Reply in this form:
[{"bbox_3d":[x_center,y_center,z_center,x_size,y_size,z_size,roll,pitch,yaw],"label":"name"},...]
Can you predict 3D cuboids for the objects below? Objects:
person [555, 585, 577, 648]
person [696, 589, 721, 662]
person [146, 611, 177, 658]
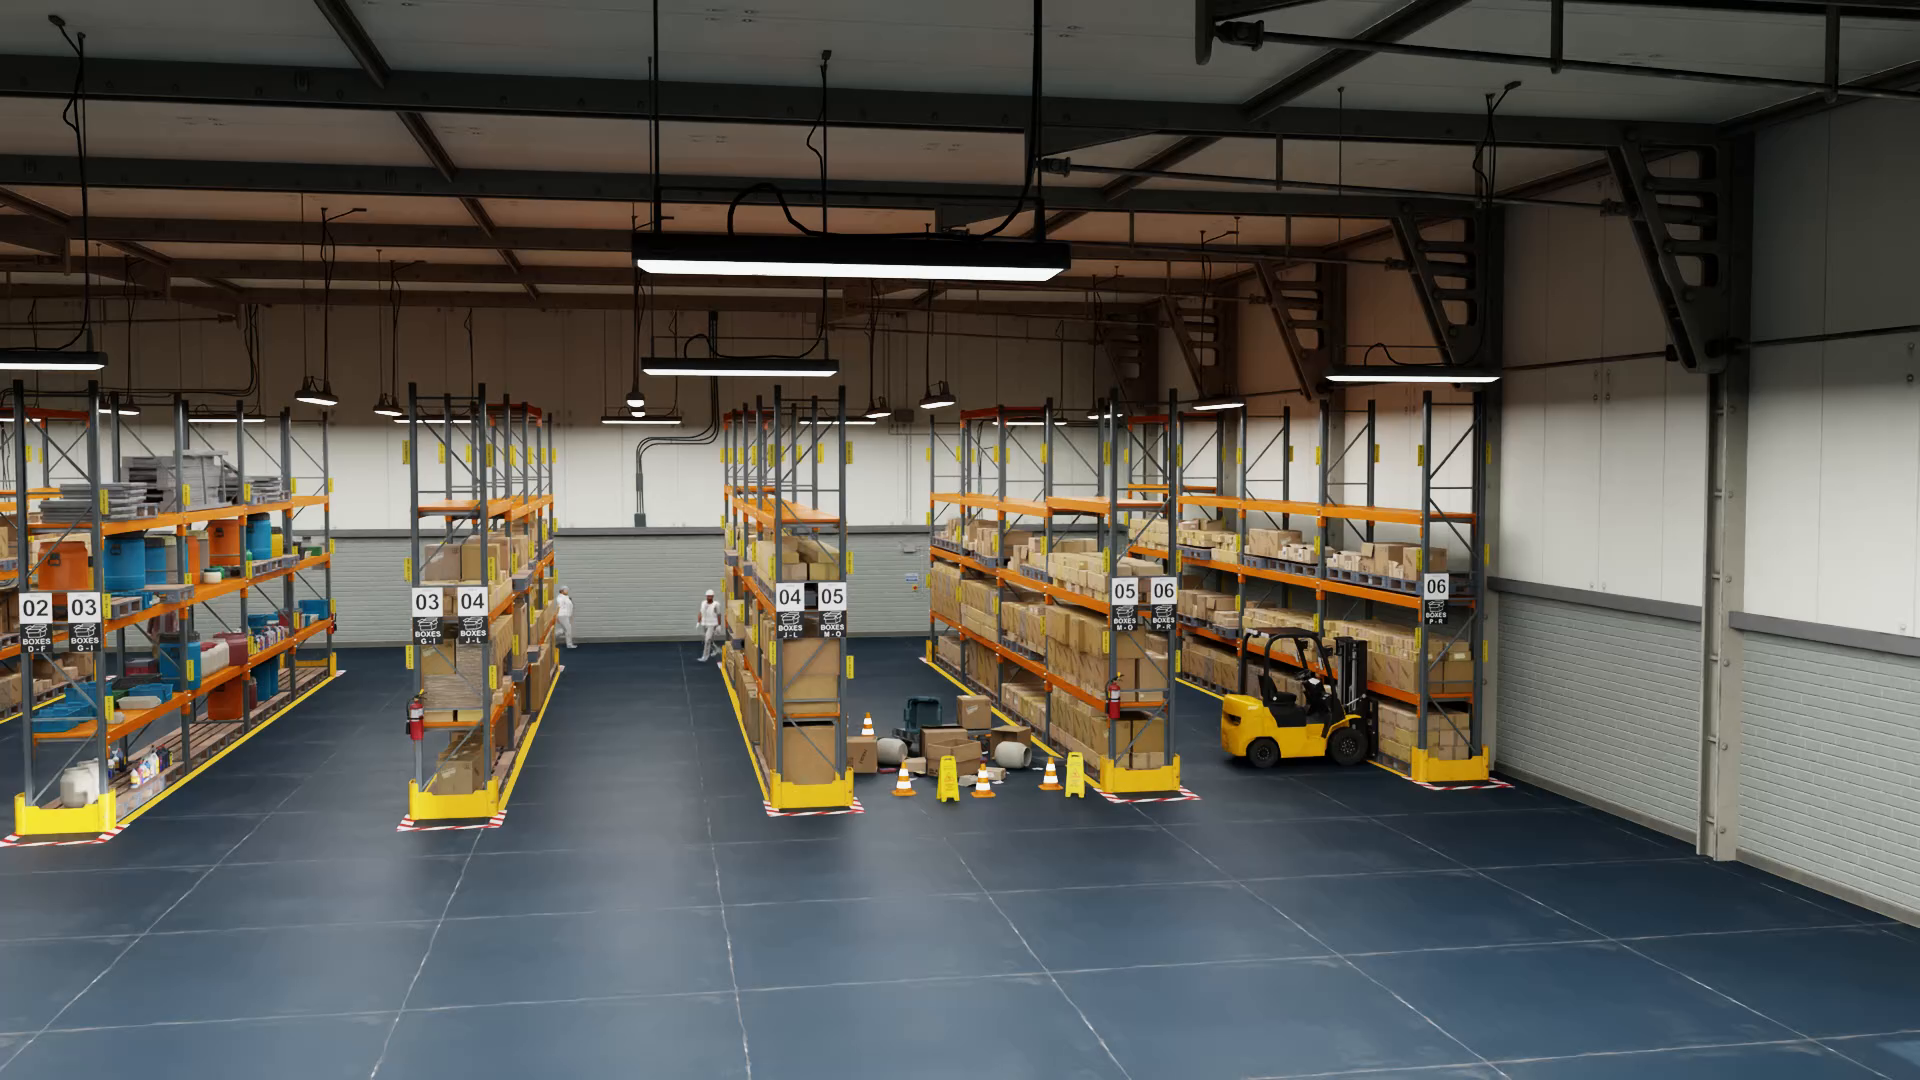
[{"bbox_3d":[-10.294,1.984,43.208,0.795,1.629,0.486,1,3,11],"label":"person"},{"bbox_3d":[-6.101,2.080,40.506,0.613,1.769,0.965,1,3,24],"label":"person"},{"bbox_3d":[-18.502,2.264,38.497,0.698,1.508,1.149,-1,3,-16],"label":"person"}]
